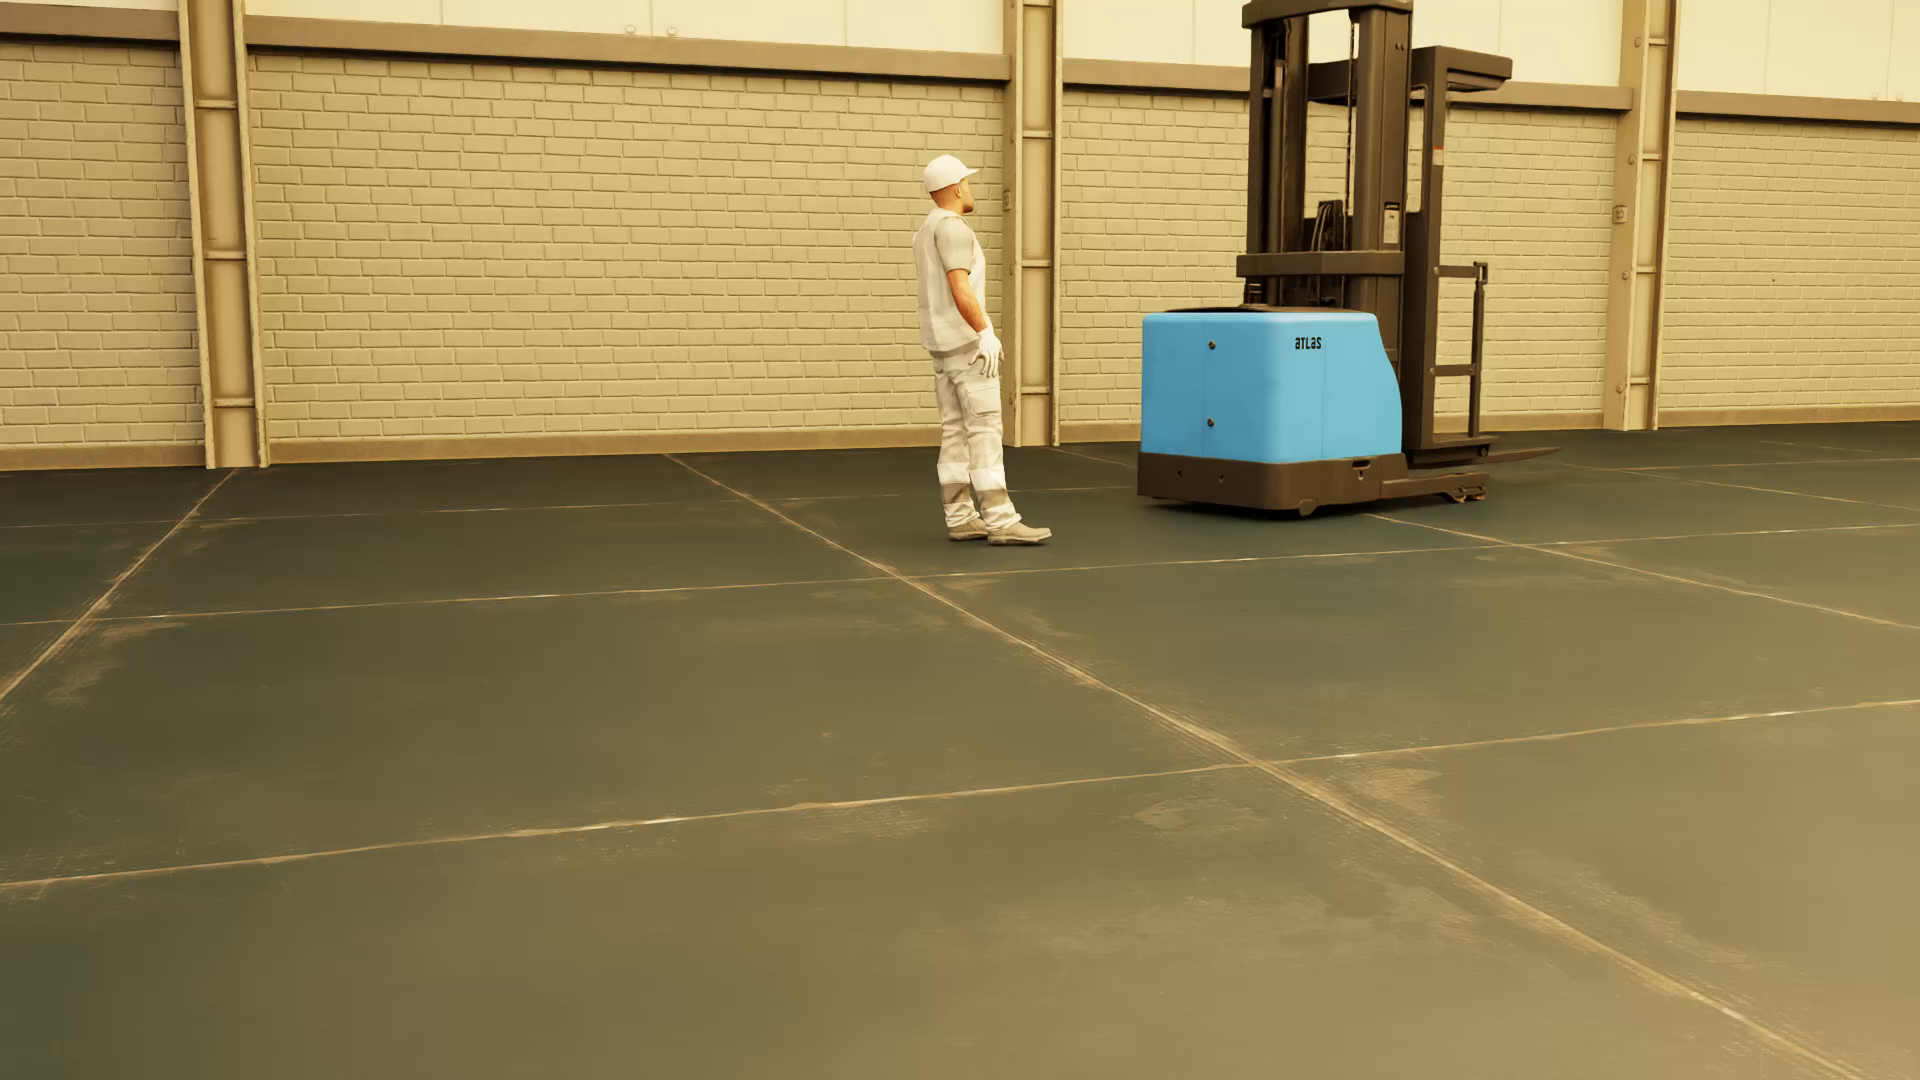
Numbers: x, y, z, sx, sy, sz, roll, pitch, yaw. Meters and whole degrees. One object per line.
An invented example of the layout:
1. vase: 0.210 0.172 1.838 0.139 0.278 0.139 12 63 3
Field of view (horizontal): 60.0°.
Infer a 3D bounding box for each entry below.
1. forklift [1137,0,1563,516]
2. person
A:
1. forklift: 2.441 -1.713 9.647 3.031 2.935 1.130 -6 10 -39
2. person: 0.081 -0.896 7.816 0.562 1.790 0.637 -3 8 -18
